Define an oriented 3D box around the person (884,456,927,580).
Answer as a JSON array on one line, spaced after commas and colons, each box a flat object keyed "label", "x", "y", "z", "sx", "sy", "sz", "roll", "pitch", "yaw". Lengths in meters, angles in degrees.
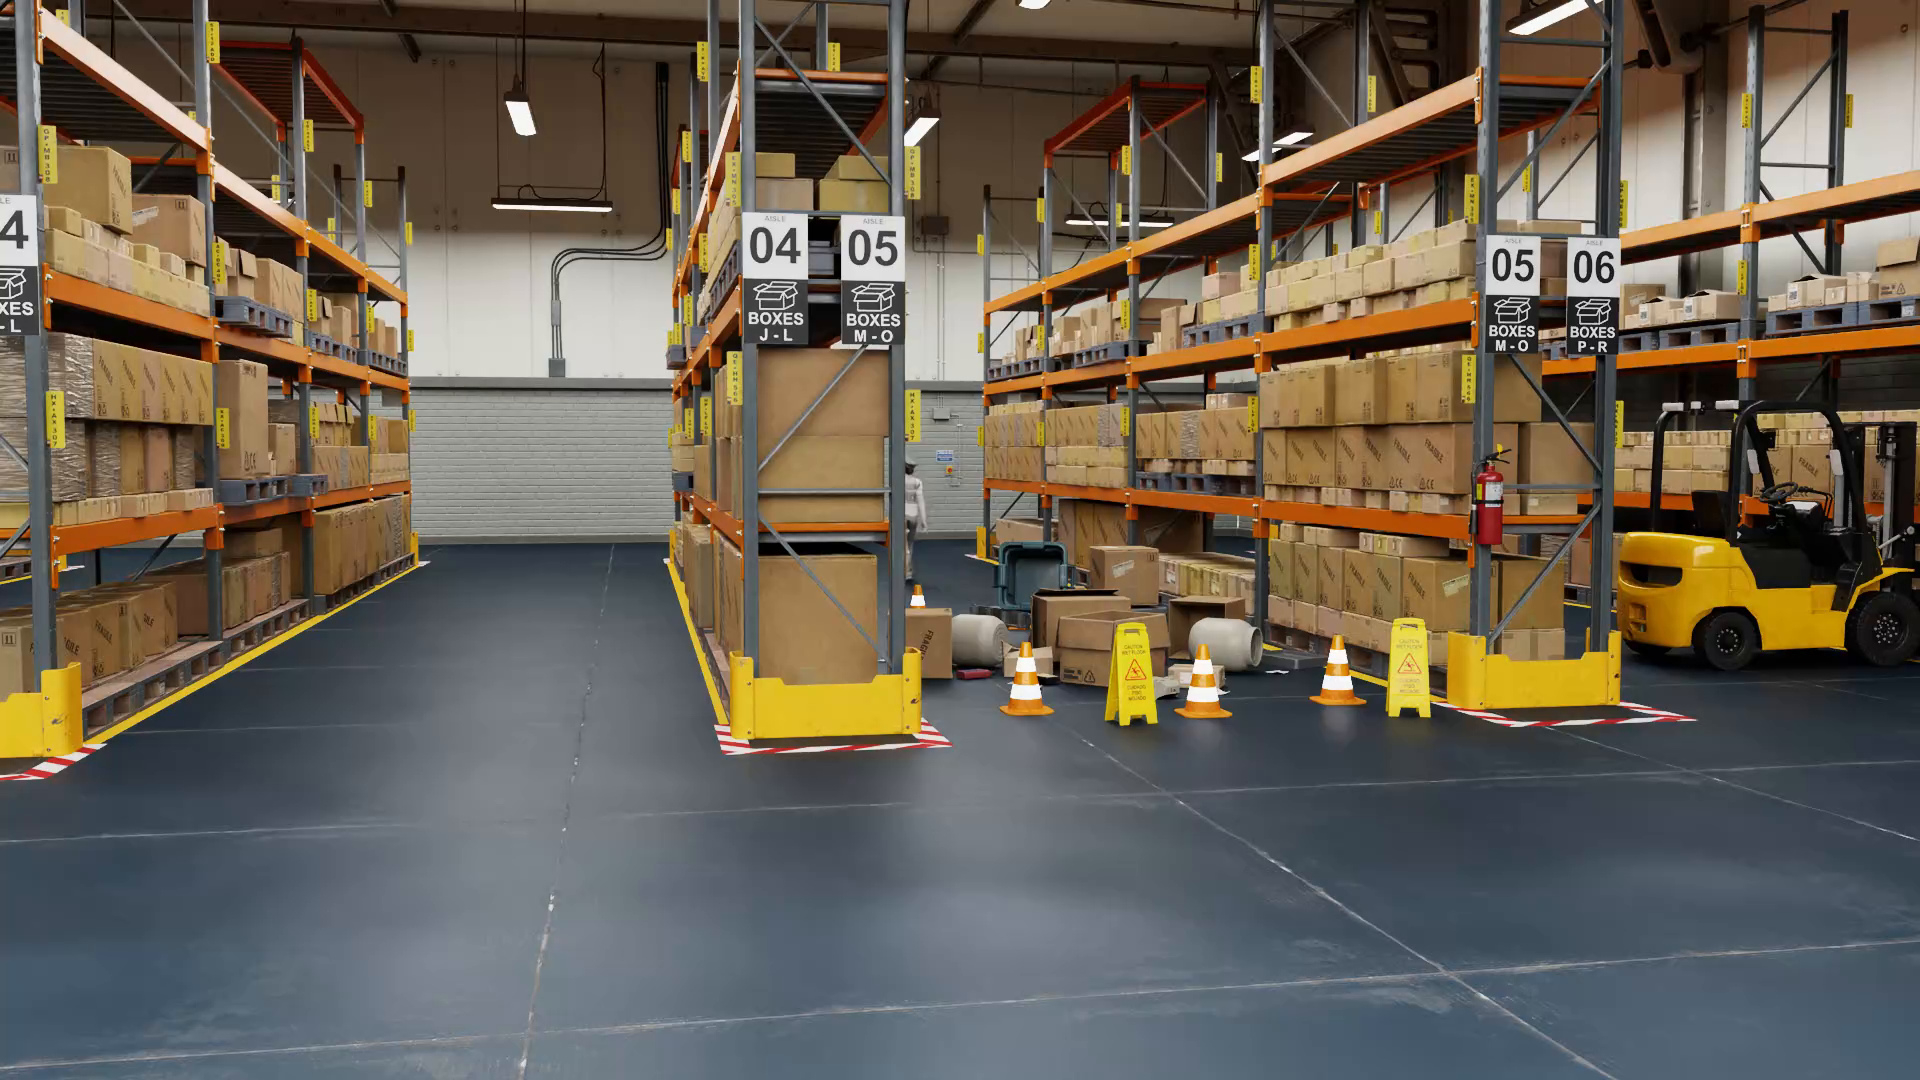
[{"label": "person", "x": -0.771, "y": -0.302, "z": 22.200, "sx": 0.515, "sy": 1.642, "sz": 0.913, "roll": -1, "pitch": 3, "yaw": -22}]
